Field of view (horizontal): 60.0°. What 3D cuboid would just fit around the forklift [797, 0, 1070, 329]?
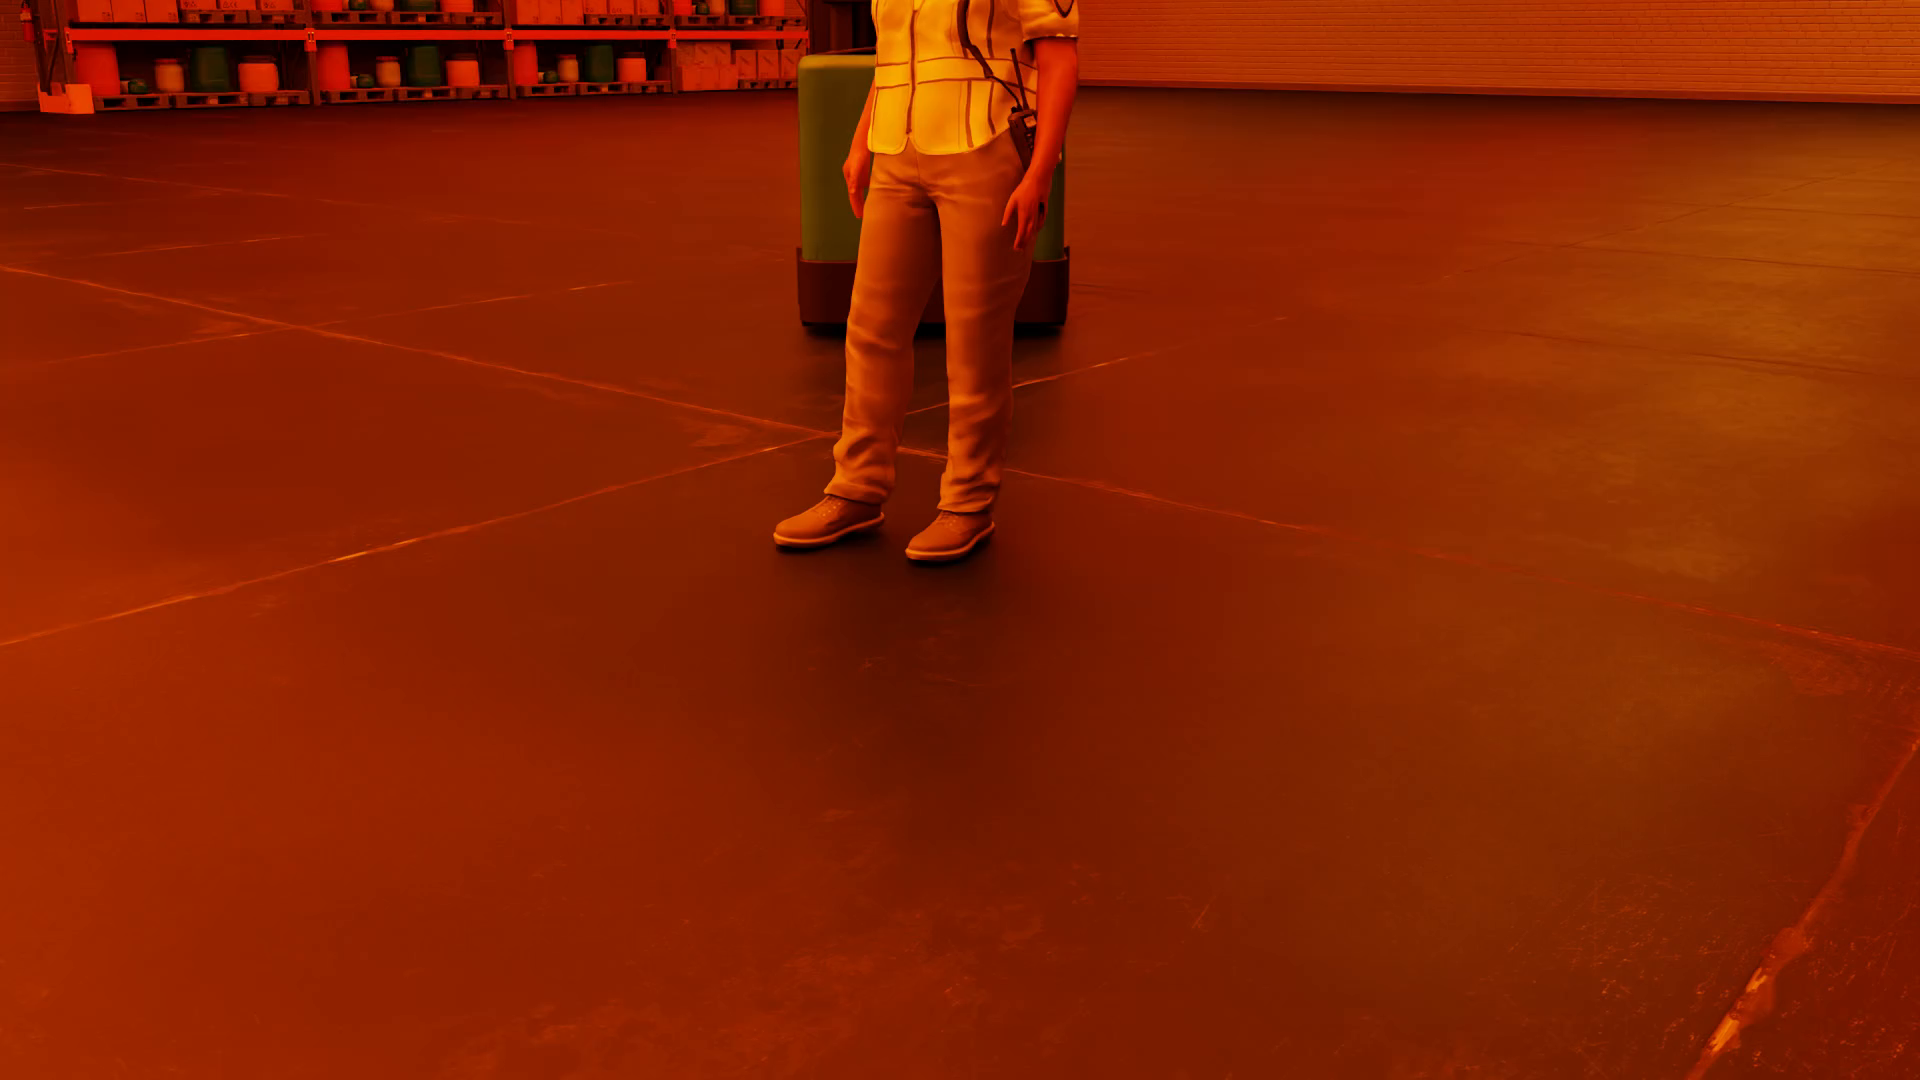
[{"bbox_3d":[-0.127,-2.617,7.515,1.130,2.935,3.031,0,17,-1],"label":"forklift"}]

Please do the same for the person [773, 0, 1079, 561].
[{"bbox_3d":[-0.066,-0.792,3.655,0.598,1.670,0.529,13,21,37],"label":"person"}]
